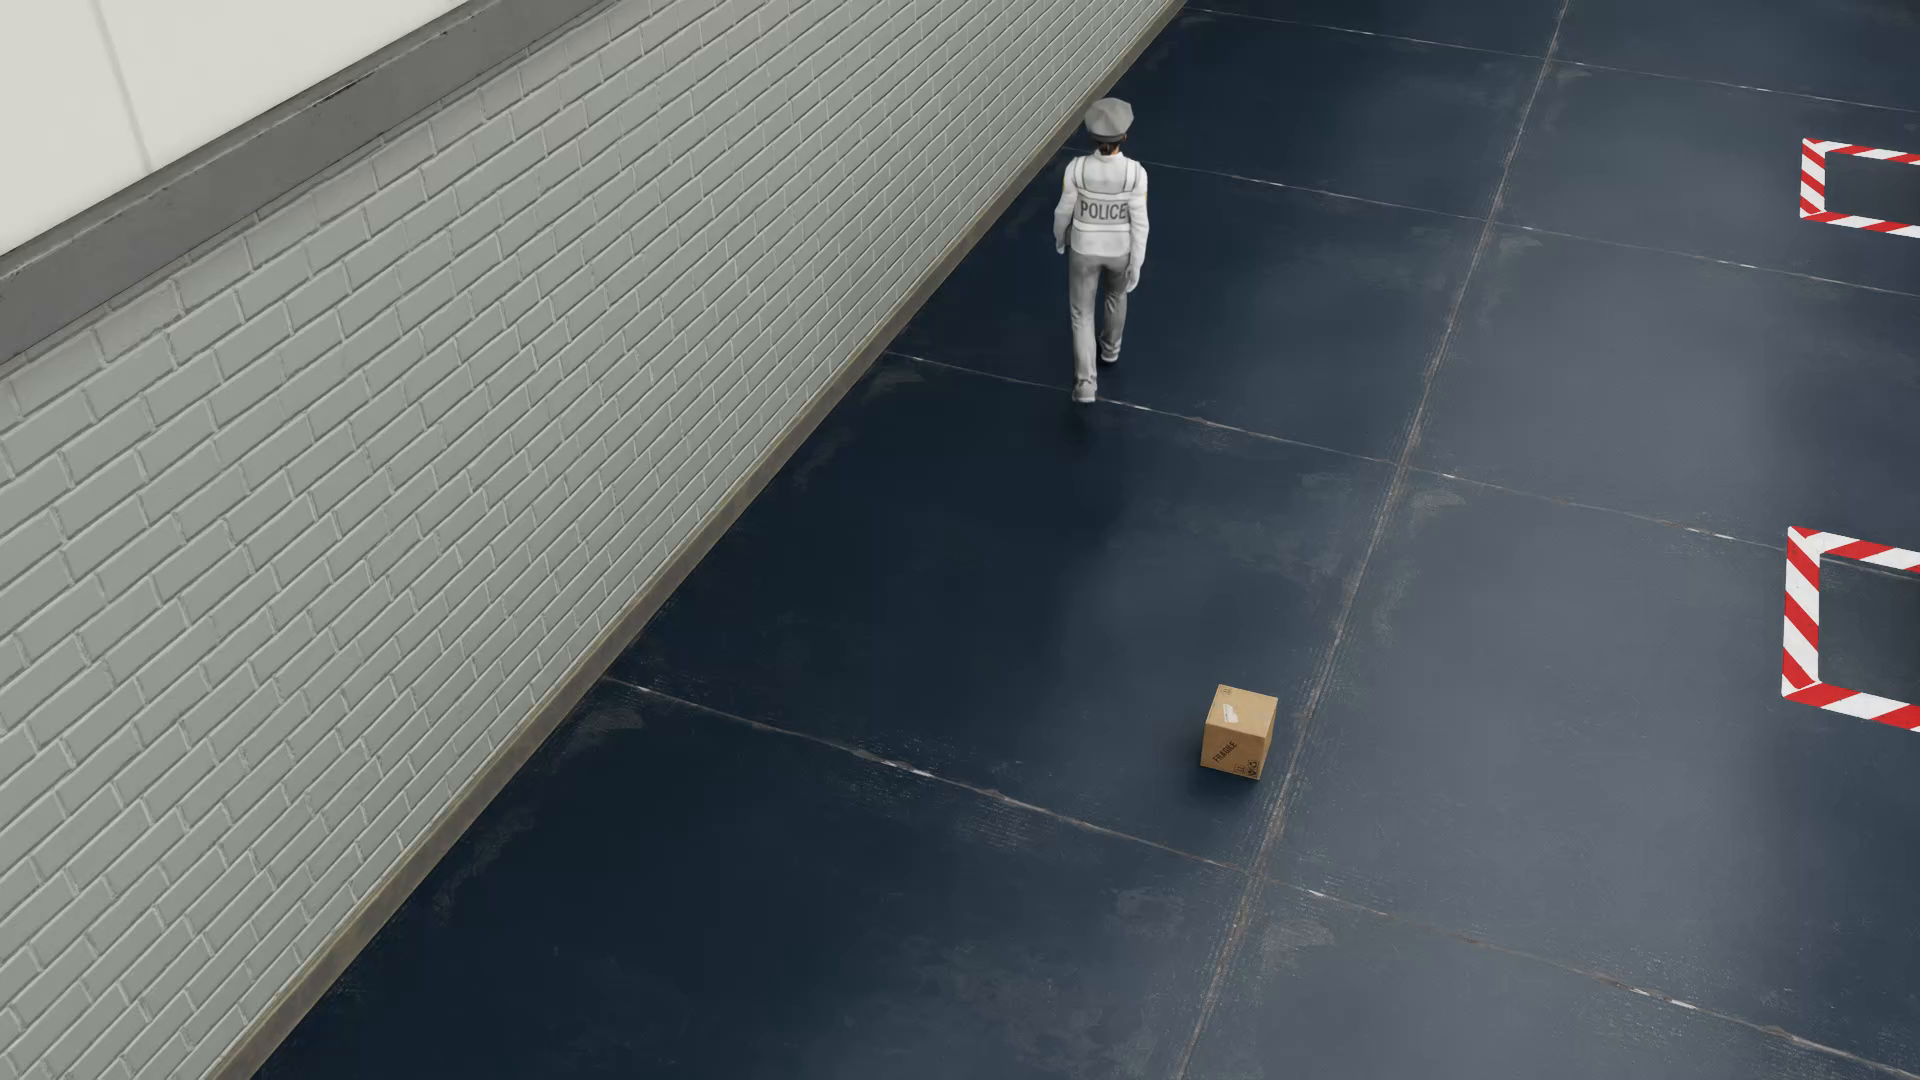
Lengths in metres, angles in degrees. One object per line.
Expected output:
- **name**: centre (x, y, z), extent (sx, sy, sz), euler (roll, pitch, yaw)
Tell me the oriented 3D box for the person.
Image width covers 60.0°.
- **person**: centre (0.736, -1.549, 8.792), extent (0.491, 1.643, 0.922), euler (2, 38, 2)
